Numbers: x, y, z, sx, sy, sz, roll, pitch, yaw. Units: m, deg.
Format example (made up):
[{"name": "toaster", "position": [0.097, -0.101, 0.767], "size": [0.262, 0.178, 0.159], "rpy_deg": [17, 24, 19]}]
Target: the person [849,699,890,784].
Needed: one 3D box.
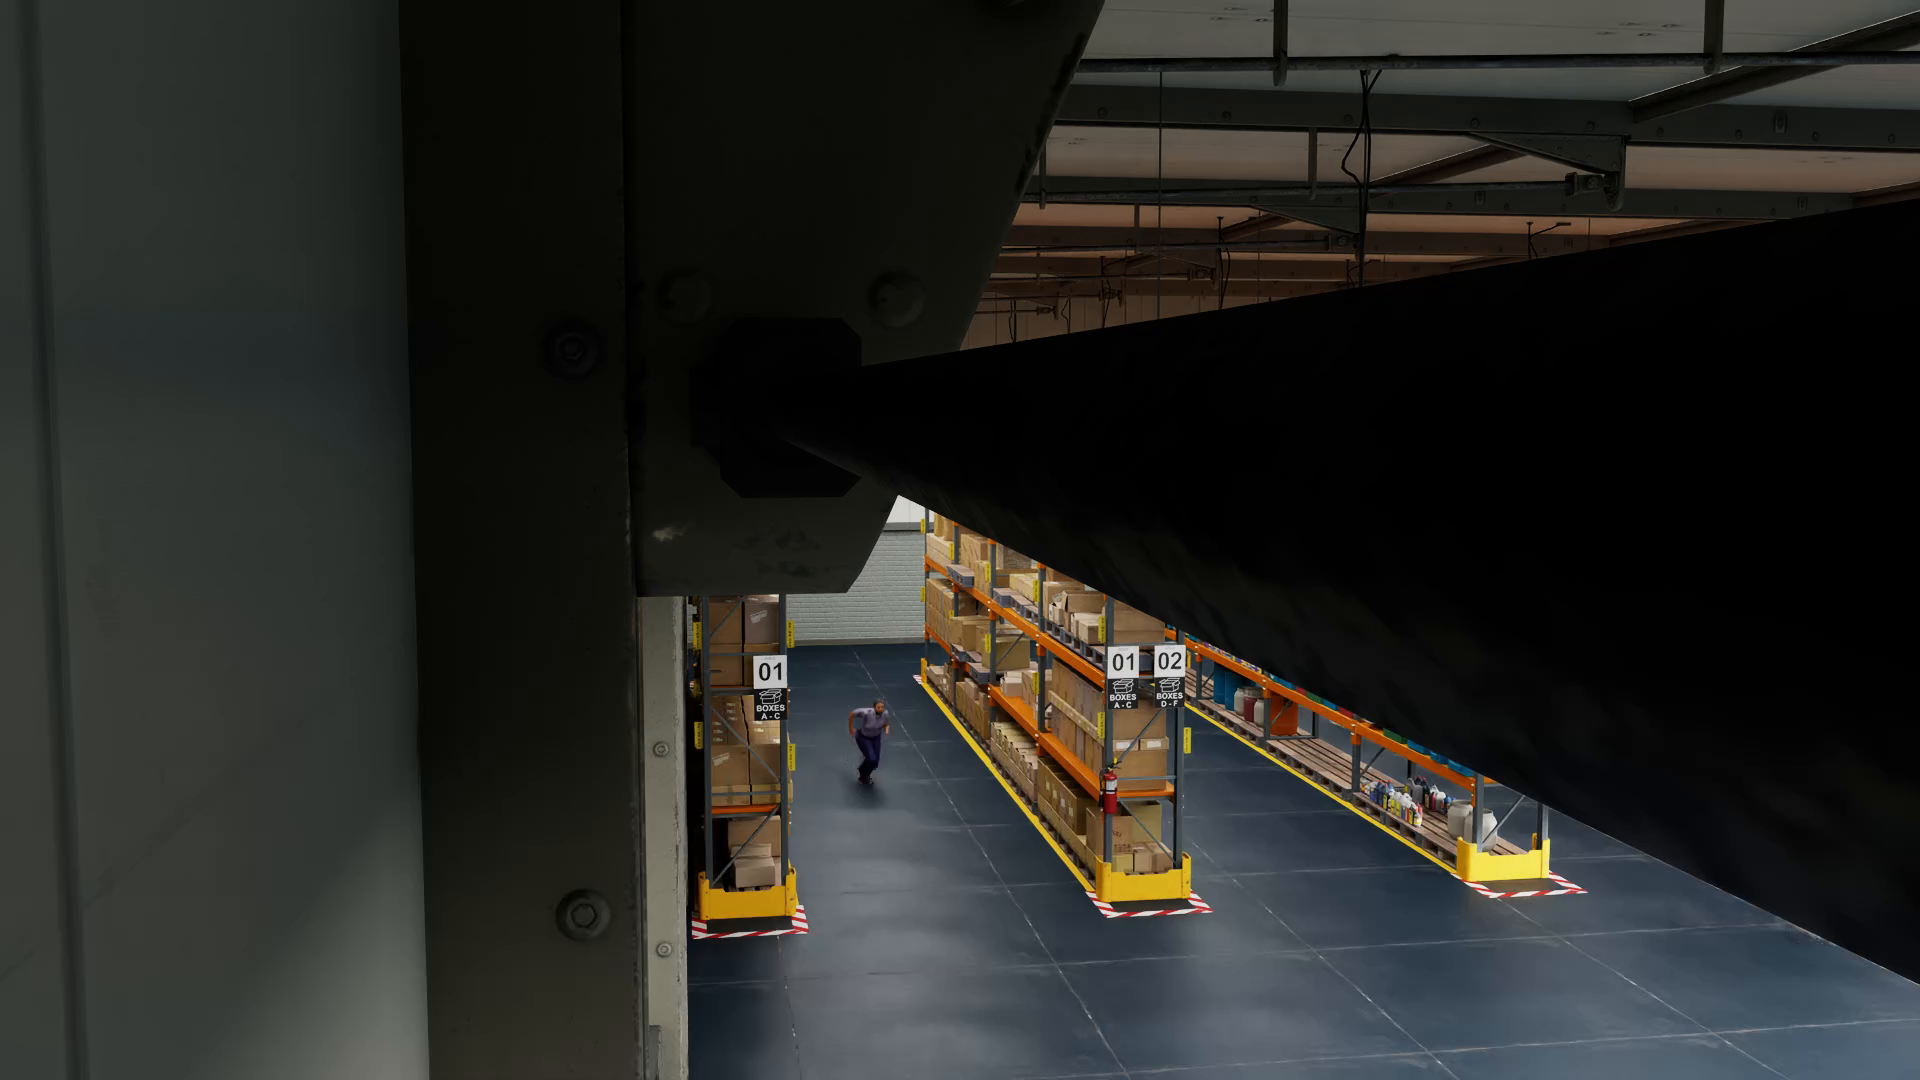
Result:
[{"name": "person", "position": [-1.455, 3.252, 26.691], "size": [0.637, 1.468, 0.842], "rpy_deg": [-3, 6, -32]}]
